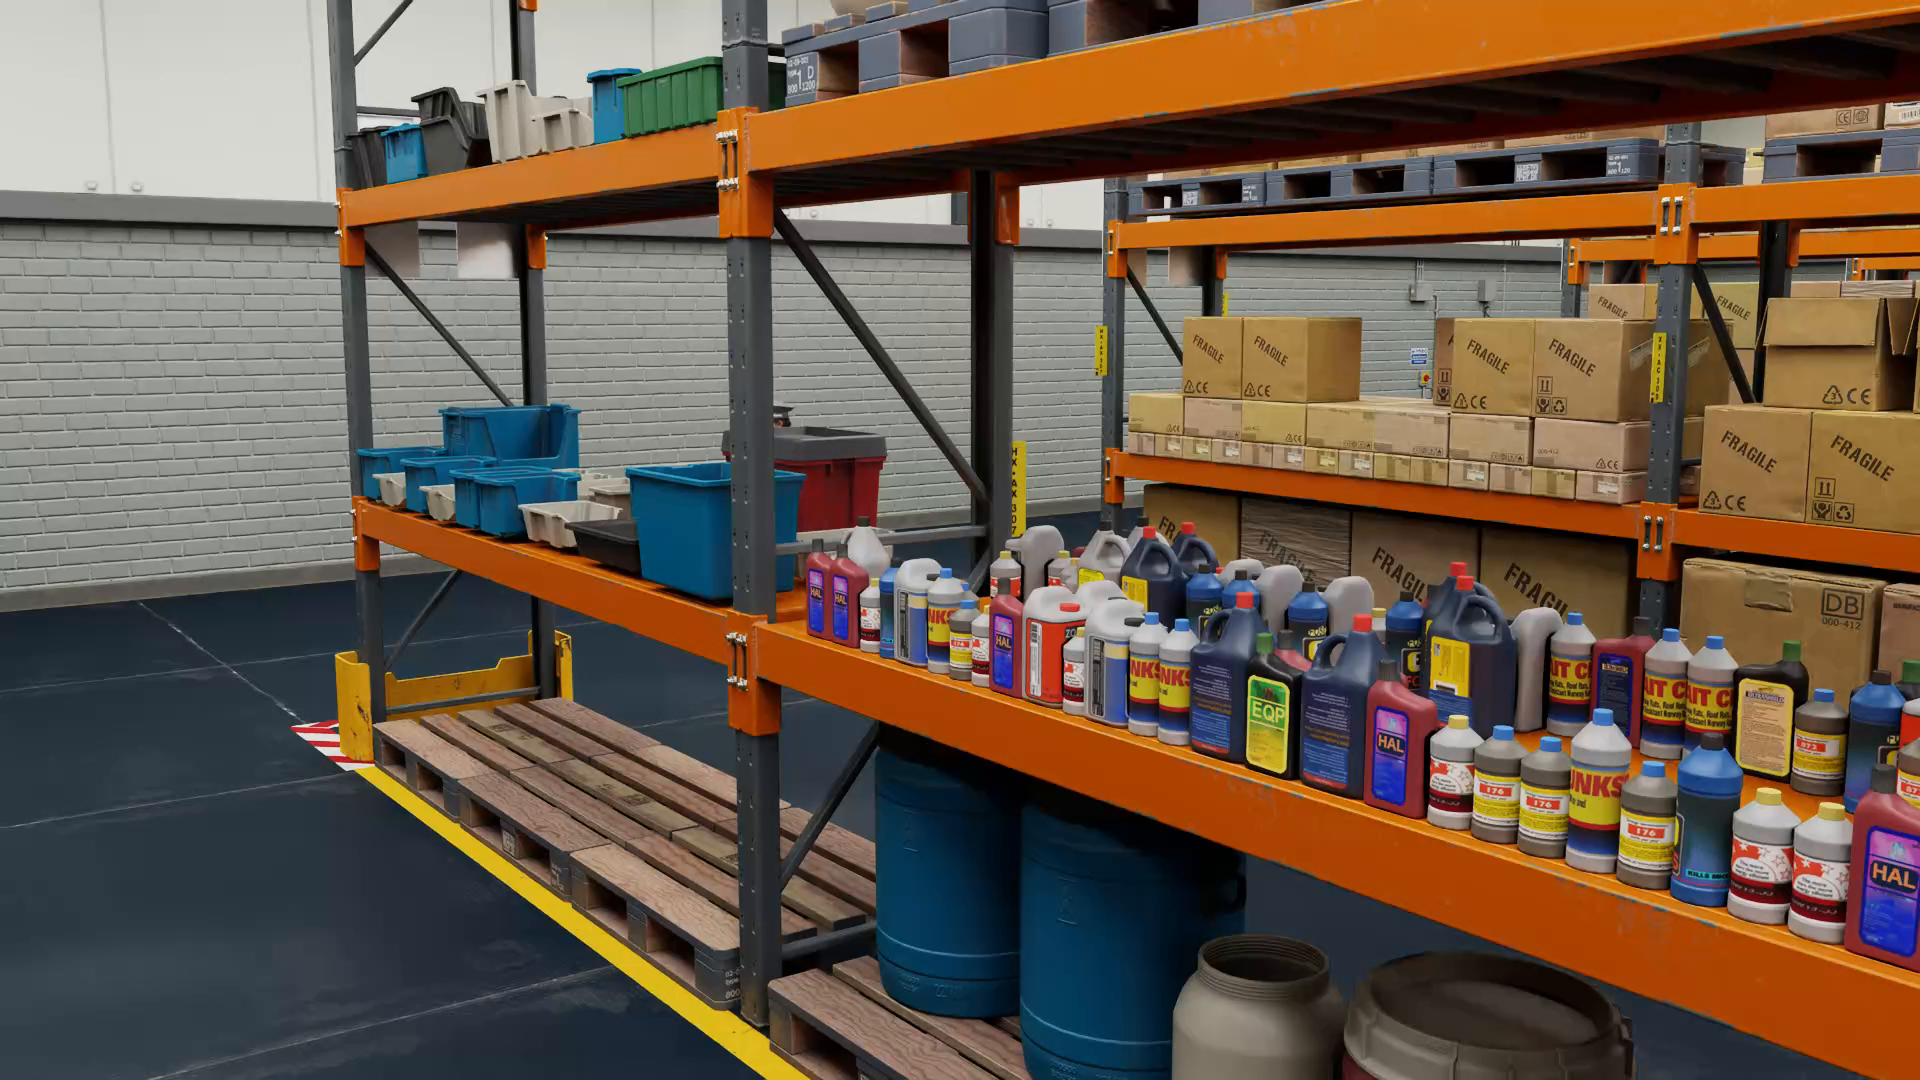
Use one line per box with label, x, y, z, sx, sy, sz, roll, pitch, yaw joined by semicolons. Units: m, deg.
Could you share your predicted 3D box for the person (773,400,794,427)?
person;-1.186;-0.095;10.983;0.375;1.663;0.529;-6;10;-36
